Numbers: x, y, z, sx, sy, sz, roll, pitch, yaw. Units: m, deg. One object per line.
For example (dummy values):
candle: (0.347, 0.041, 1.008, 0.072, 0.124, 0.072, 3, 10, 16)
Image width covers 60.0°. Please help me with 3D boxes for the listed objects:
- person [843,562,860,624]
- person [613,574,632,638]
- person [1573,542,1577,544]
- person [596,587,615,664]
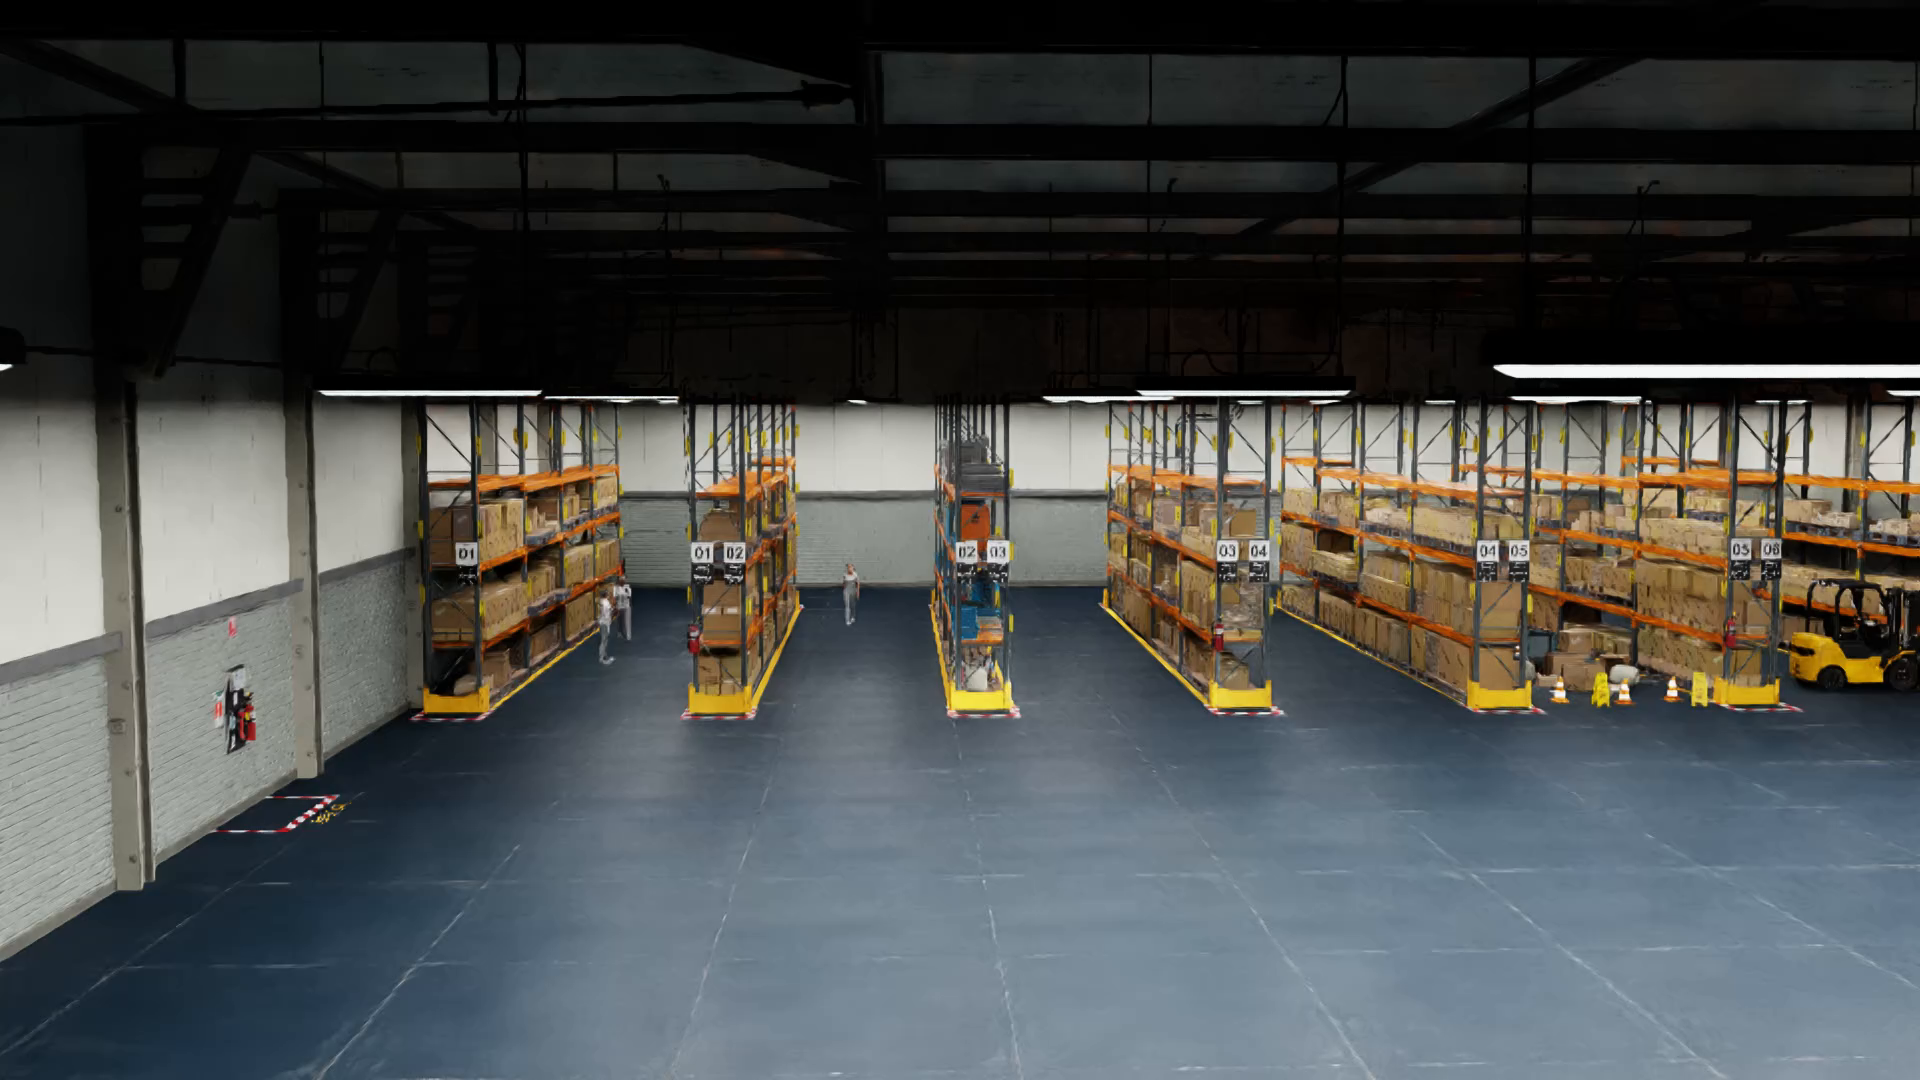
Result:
person: (-2.876, 1.394, 43.949, 0.455, 1.612, 1.019, 0, 5, -3)
person: (-8.286, 1.600, 40.837, 0.445, 1.571, 0.829, -1, 5, -10)
person: (18.953, 0.839, 51.302, 0.425, 1.527, 0.848, 1, 5, 14)
person: (-7.895, 1.899, 37.119, 0.433, 1.684, 0.552, -2, 5, -28)
